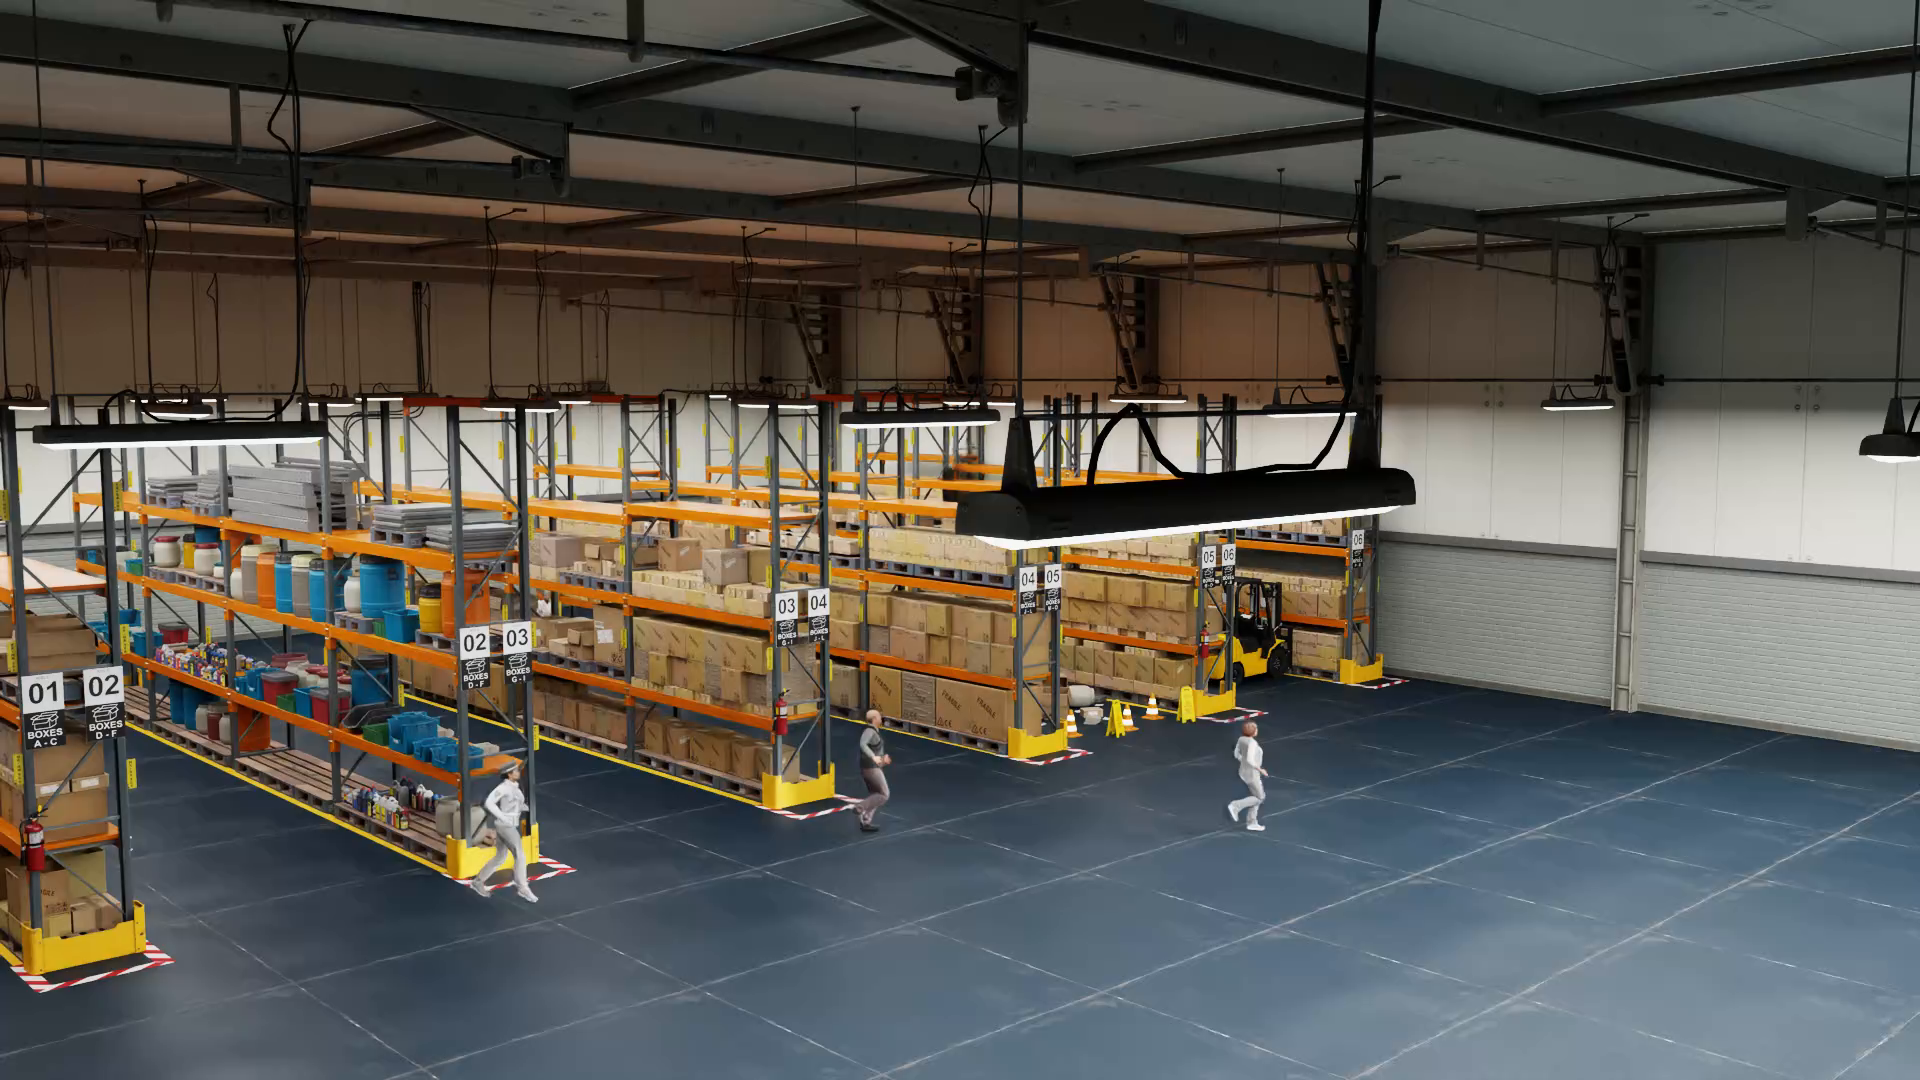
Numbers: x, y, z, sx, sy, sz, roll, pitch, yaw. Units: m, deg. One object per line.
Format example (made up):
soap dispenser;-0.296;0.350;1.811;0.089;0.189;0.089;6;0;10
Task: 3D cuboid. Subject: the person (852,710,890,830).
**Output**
person;-1.268;3.239;23.561;0.572;1.636;0.715;-1;6;-7

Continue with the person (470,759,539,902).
person;-5.574;3.548;20.359;0.831;1.710;0.615;-1;6;-8

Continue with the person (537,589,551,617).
person;-9.055;1.929;36.468;0.672;1.800;0.969;-4;7;-35

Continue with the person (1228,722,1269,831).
person;4.029;3.313;23.305;0.546;1.561;0.537;-1;6;-13
